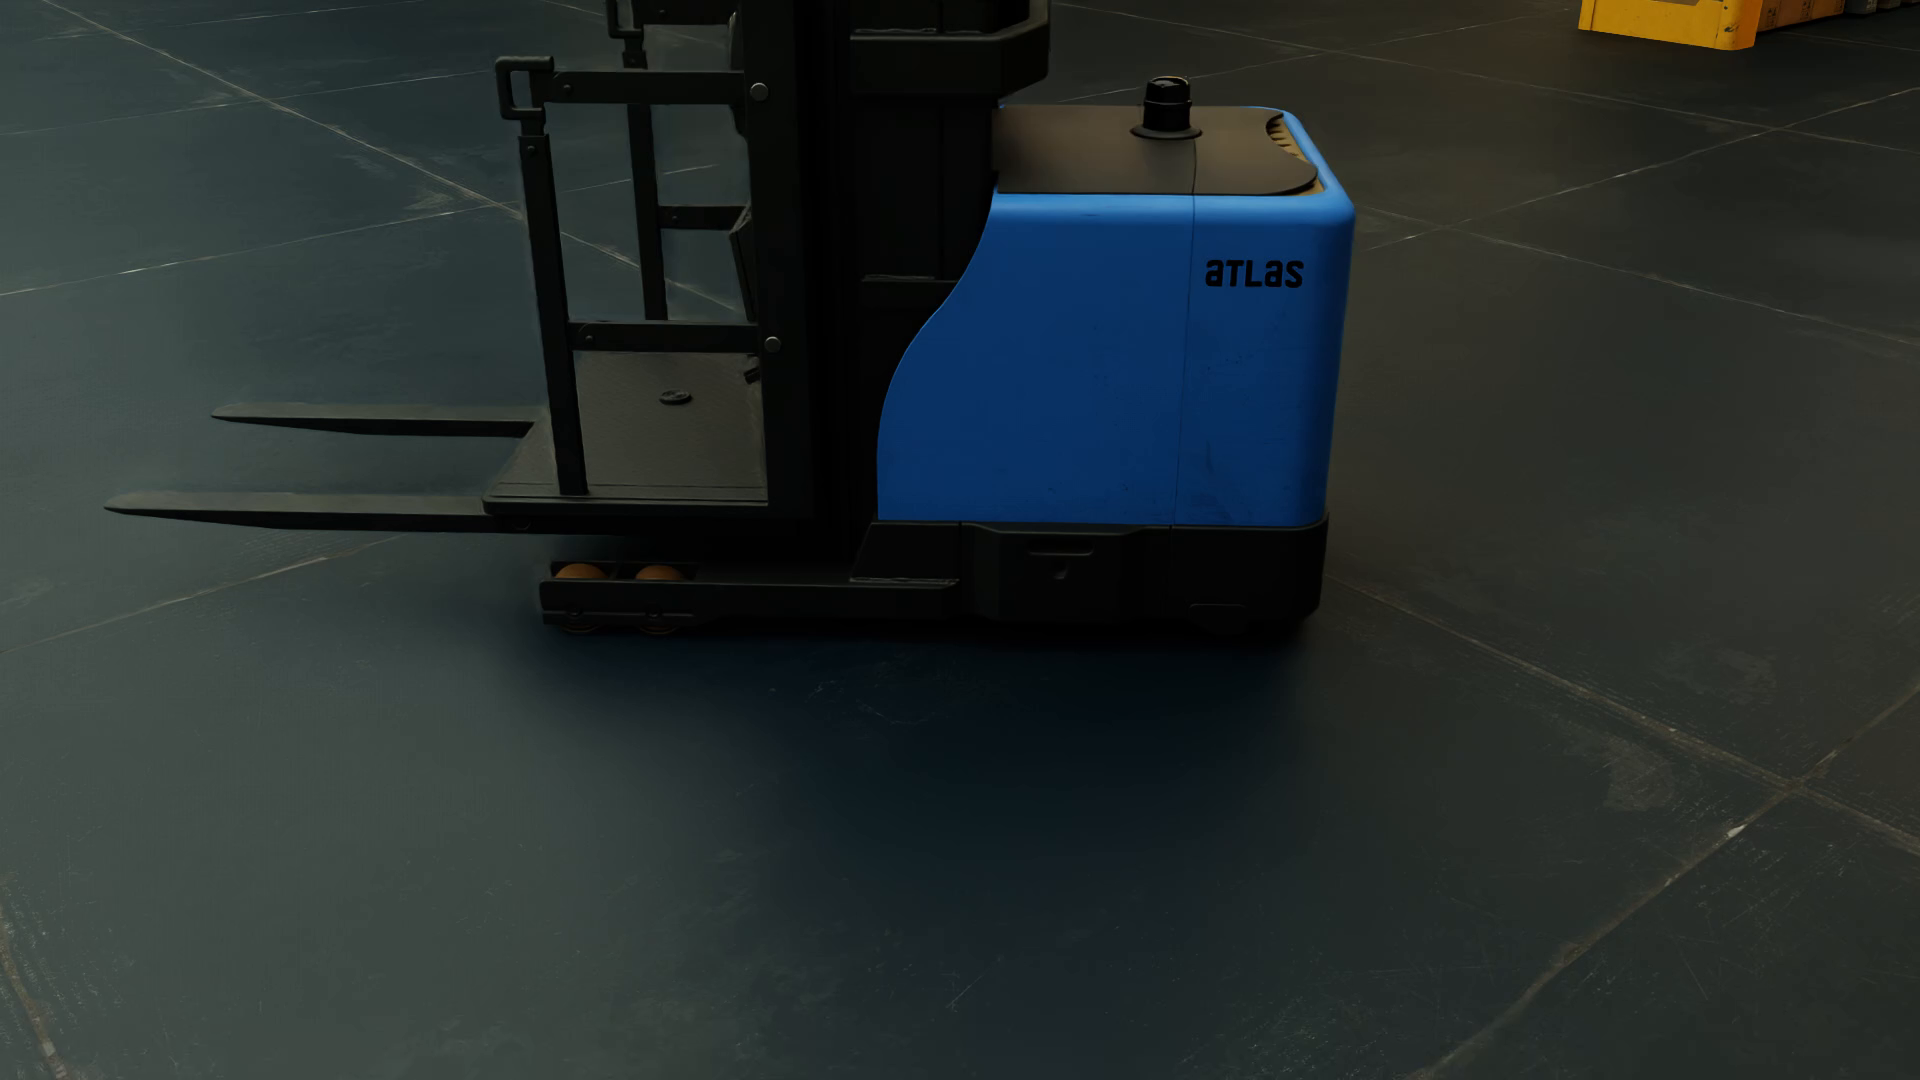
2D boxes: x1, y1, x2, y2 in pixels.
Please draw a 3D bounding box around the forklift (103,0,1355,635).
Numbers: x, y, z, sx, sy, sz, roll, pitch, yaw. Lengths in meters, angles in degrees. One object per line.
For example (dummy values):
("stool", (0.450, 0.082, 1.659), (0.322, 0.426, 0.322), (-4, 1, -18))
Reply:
("forklift", (-0.624, -1.316, 3.856), (3.031, 2.935, 1.130), (1, 26, 2))
